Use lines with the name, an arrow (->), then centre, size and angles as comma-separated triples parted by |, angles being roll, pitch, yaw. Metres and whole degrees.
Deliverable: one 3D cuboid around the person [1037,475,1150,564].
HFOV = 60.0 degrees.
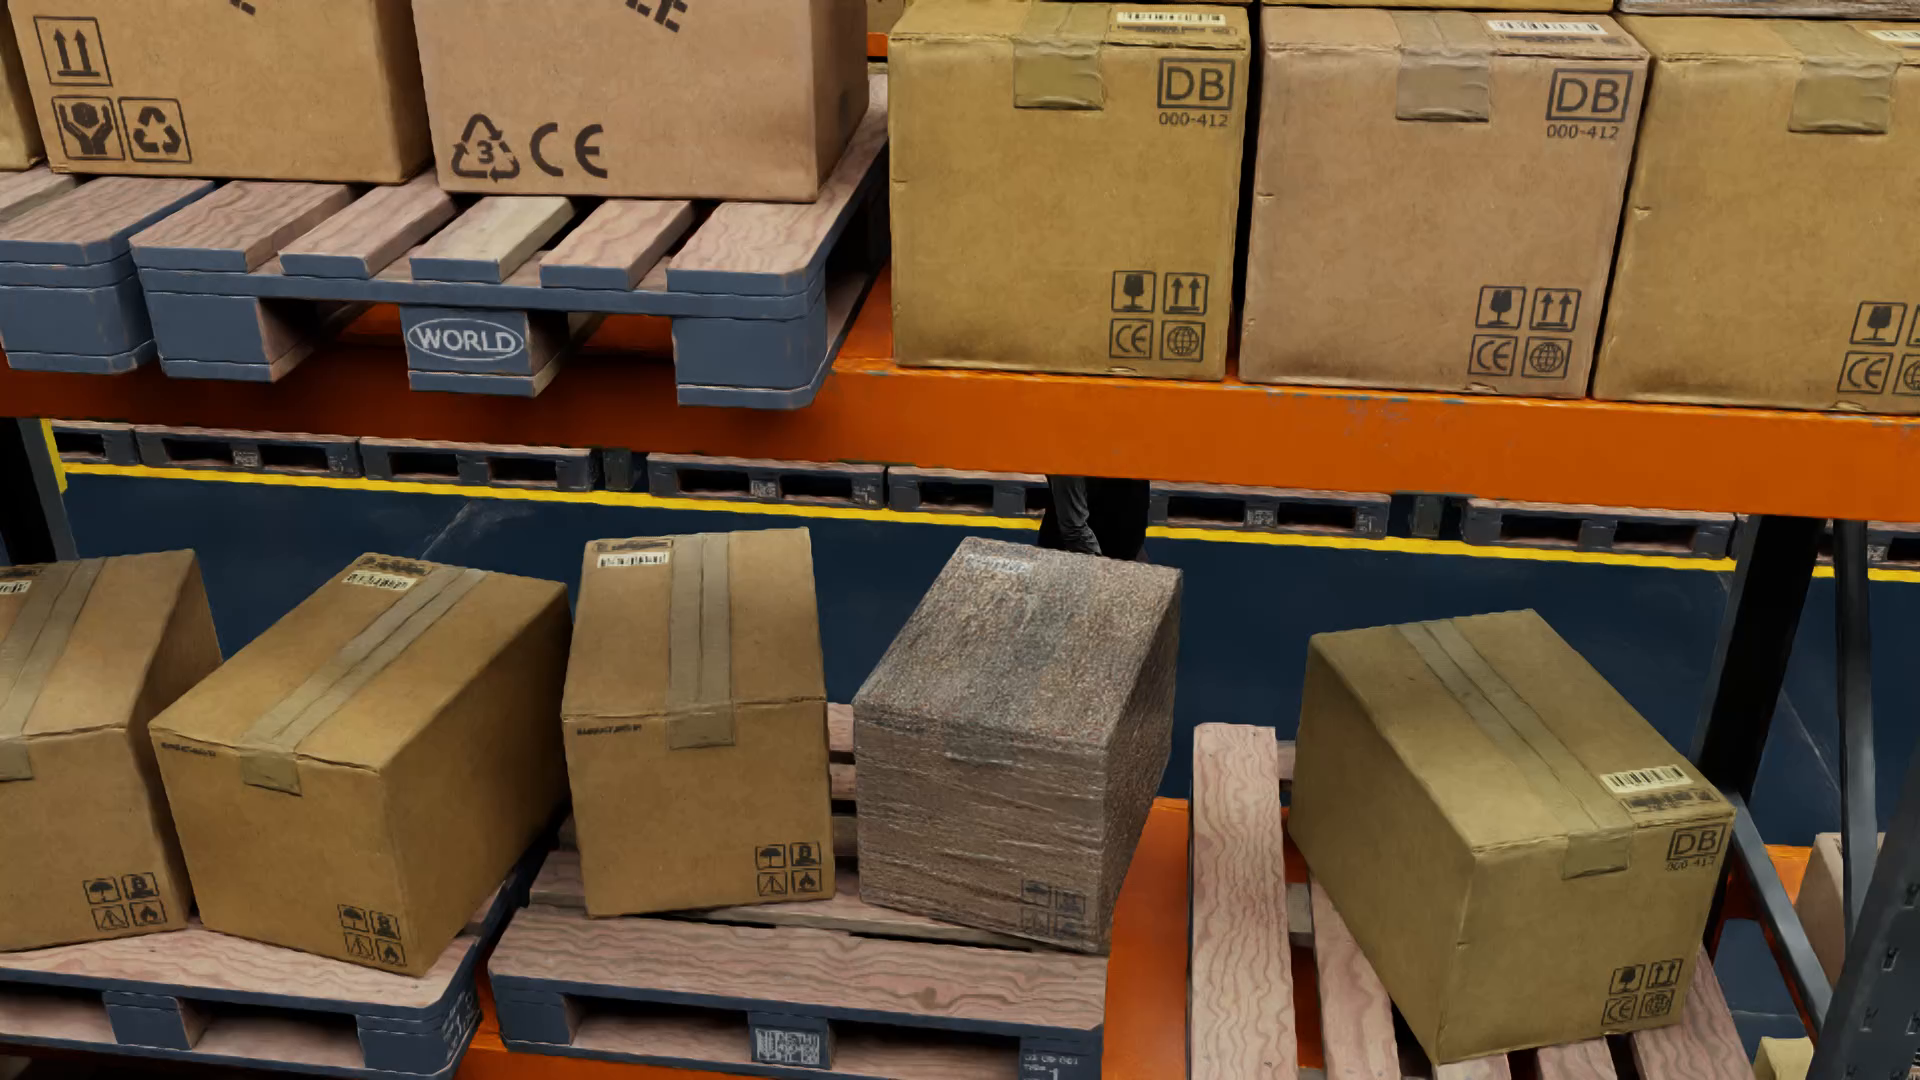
person -> 0.467, 0.050, 6.044 | 0.502, 1.699, 0.629 | 14, 31, 24
